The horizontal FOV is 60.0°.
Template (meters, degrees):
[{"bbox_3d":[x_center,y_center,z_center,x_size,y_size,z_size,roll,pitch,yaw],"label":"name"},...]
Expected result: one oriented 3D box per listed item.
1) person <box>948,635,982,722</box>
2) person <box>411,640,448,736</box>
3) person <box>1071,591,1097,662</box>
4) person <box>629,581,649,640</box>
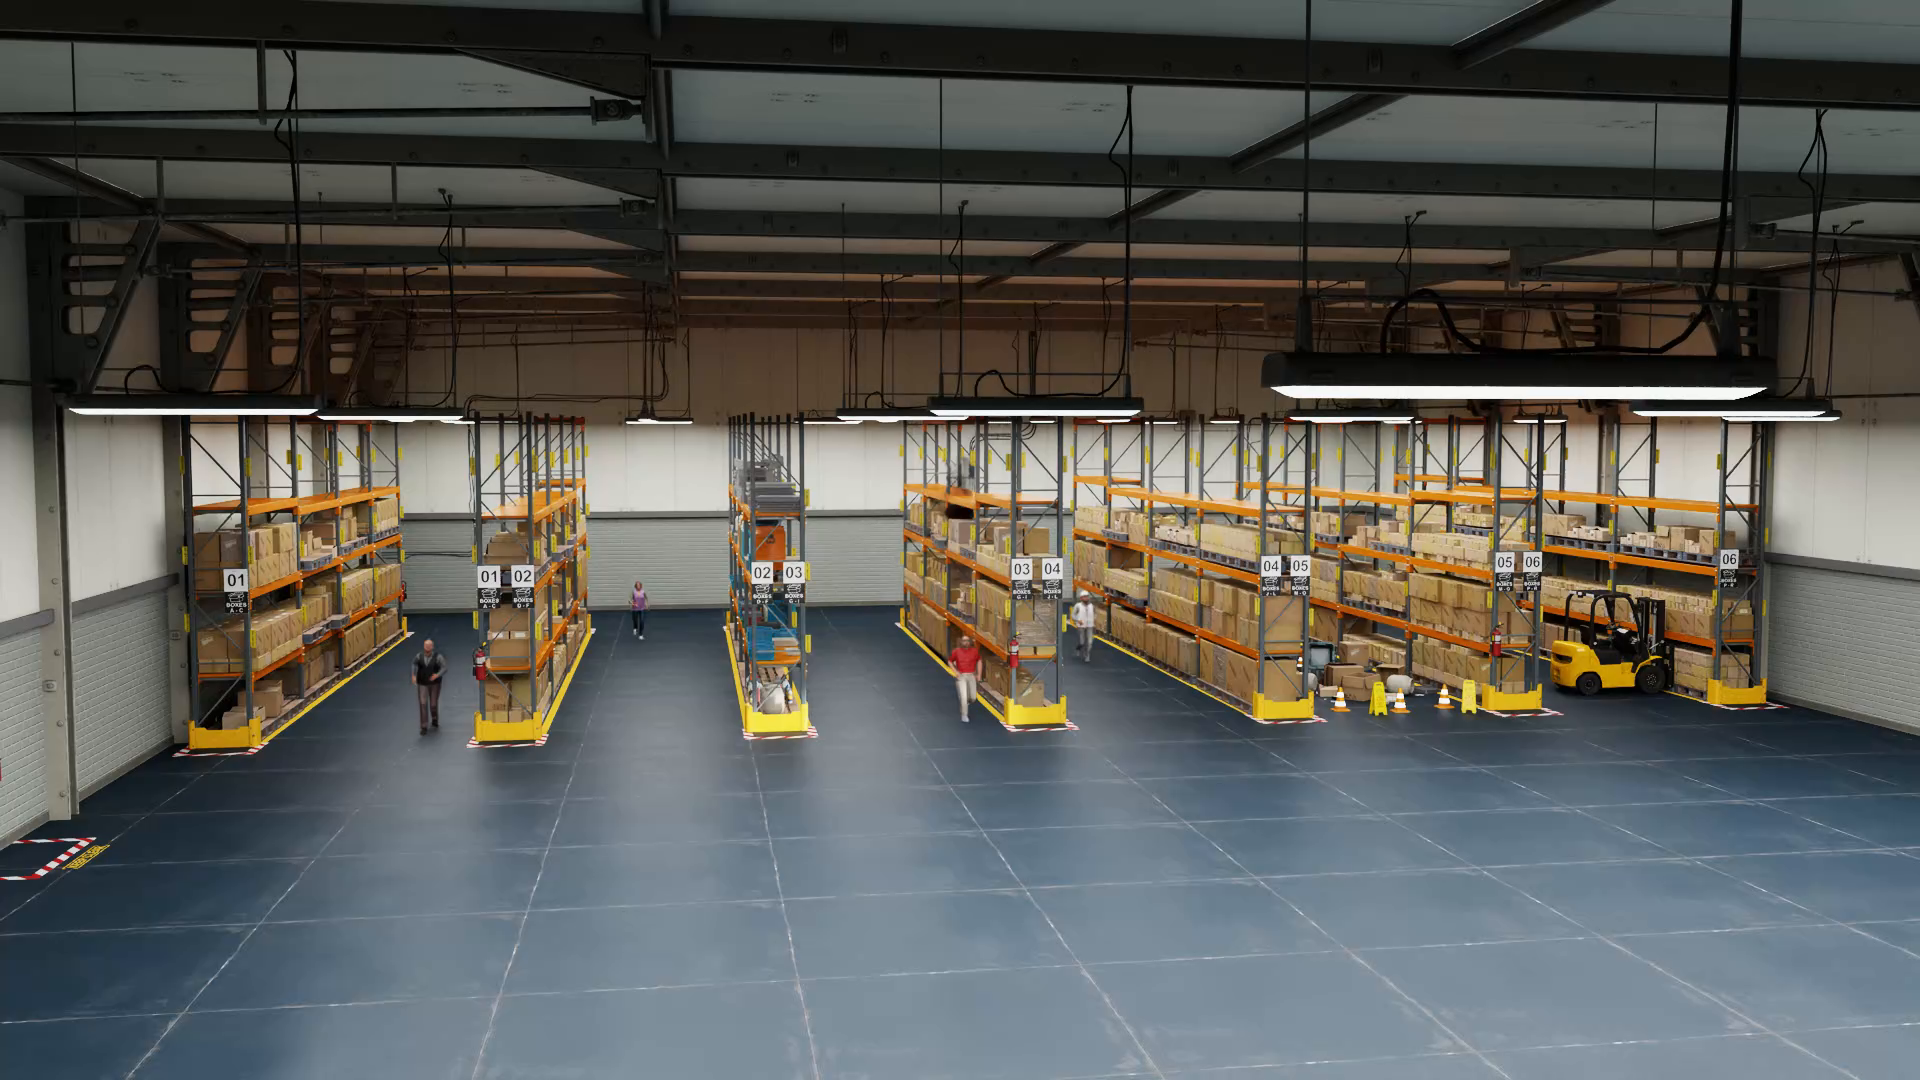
[{"bbox_3d":[0.098,2.685,32.485,0.673,1.678,0.629,-1,4,-11],"label":"person"},{"bbox_3d":[-9.964,2.740,31.204,0.683,1.737,0.904,-1,4,-10],"label":"person"},{"bbox_3d":[3.051,2.102,40.589,0.662,1.724,0.641,-1,4,-14],"label":"person"},{"bbox_3d":[-8.664,1.895,44.888,0.546,1.557,0.690,-1,4,-18],"label":"person"}]
